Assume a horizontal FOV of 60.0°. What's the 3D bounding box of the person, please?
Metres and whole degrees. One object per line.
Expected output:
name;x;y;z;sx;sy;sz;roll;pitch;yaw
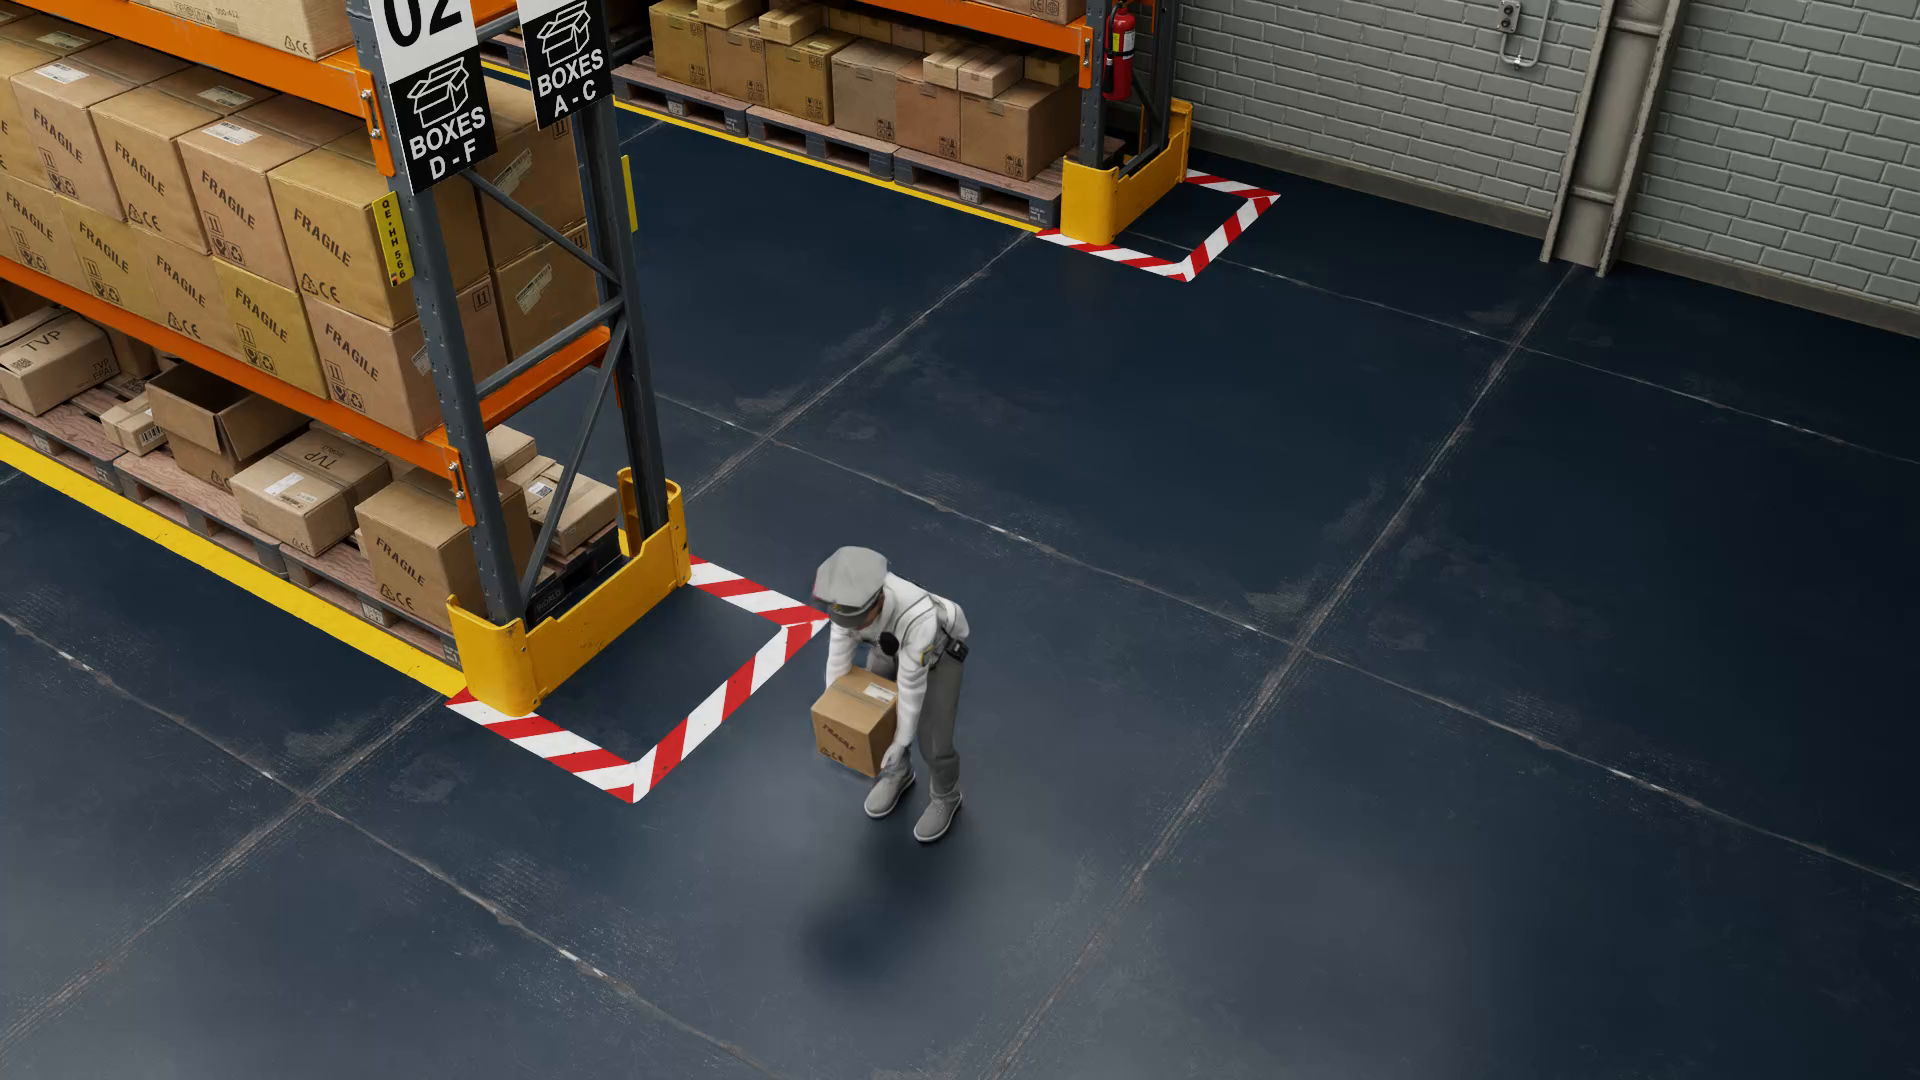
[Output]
person;-0.244;0.557;6.108;0.414;1.515;0.706;21;43;24
